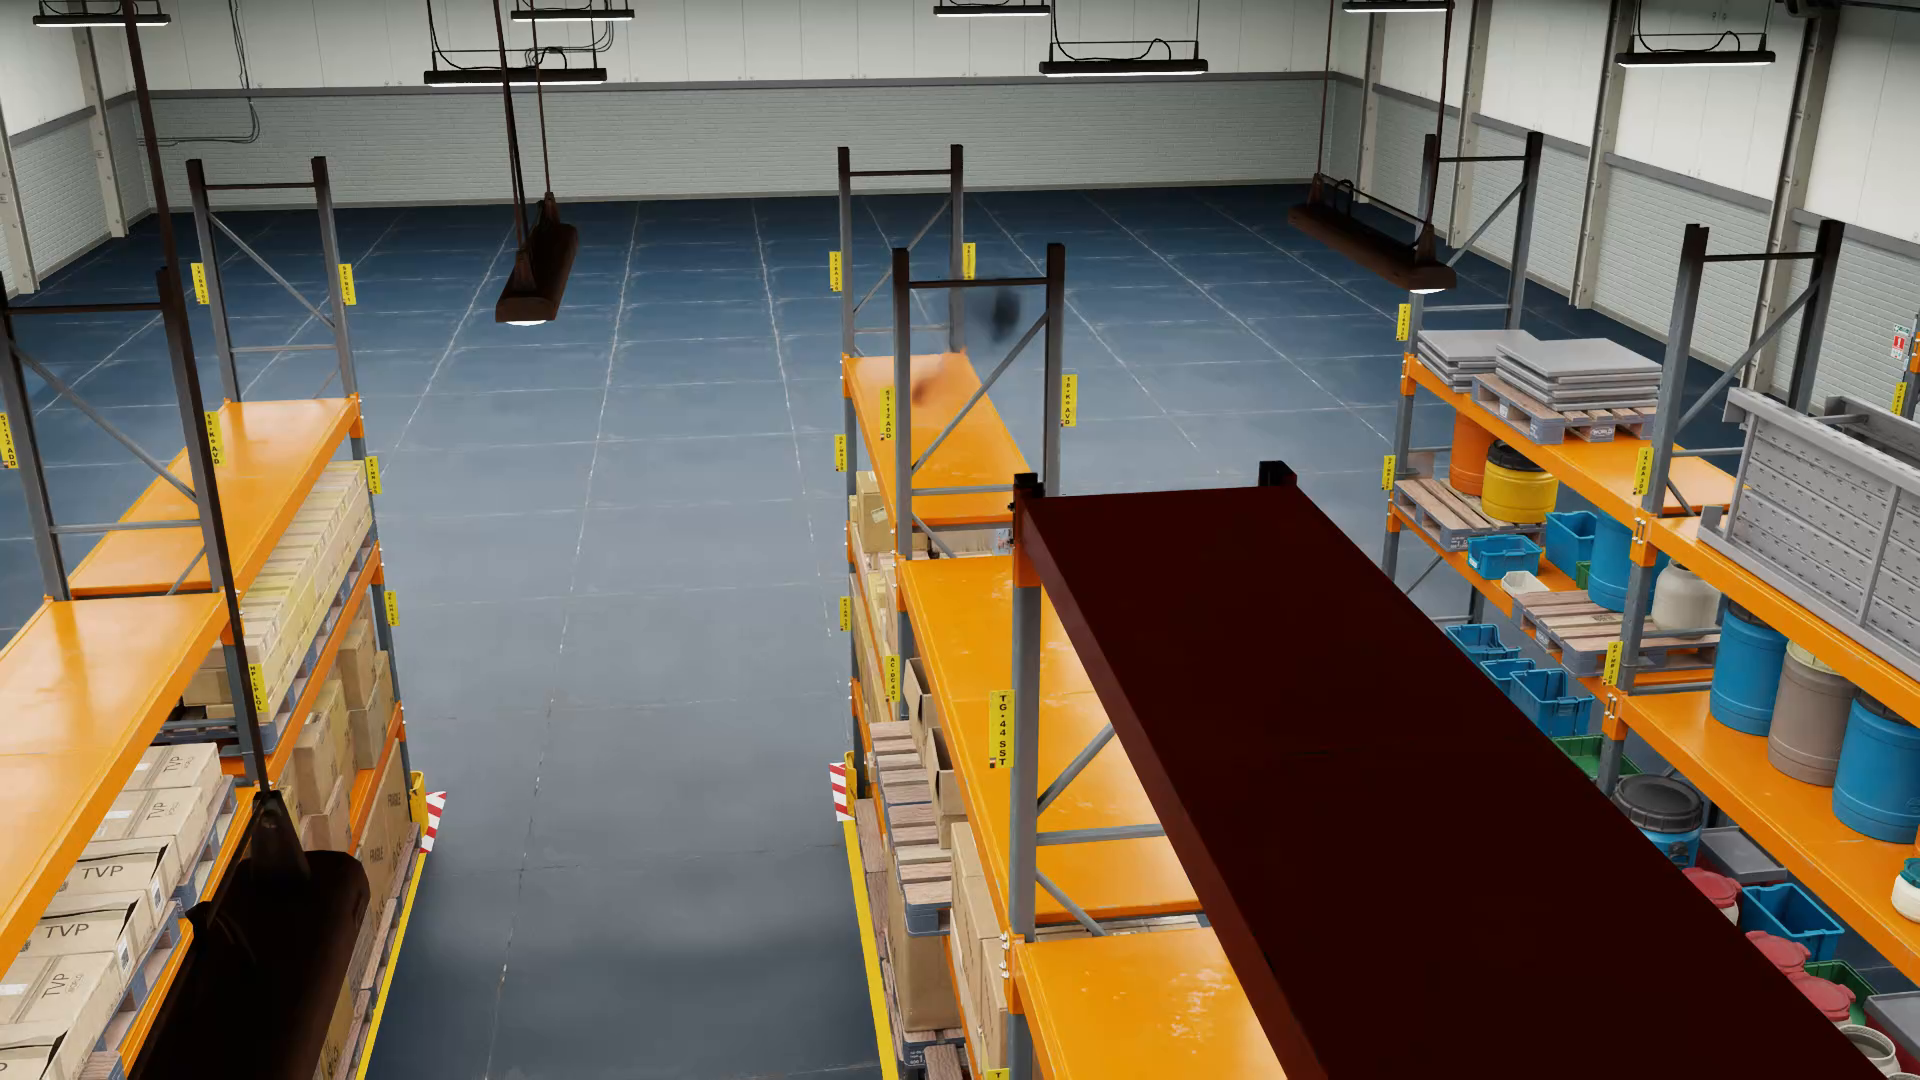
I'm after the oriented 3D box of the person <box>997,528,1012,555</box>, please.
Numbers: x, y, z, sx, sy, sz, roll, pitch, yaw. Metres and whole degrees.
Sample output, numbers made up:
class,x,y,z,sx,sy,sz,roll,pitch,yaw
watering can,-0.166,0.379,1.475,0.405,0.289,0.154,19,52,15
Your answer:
class,x,y,z,sx,sy,sz,roll,pitch,yaw
person,0.766,0.261,18.670,0.931,1.725,0.663,9,23,23
